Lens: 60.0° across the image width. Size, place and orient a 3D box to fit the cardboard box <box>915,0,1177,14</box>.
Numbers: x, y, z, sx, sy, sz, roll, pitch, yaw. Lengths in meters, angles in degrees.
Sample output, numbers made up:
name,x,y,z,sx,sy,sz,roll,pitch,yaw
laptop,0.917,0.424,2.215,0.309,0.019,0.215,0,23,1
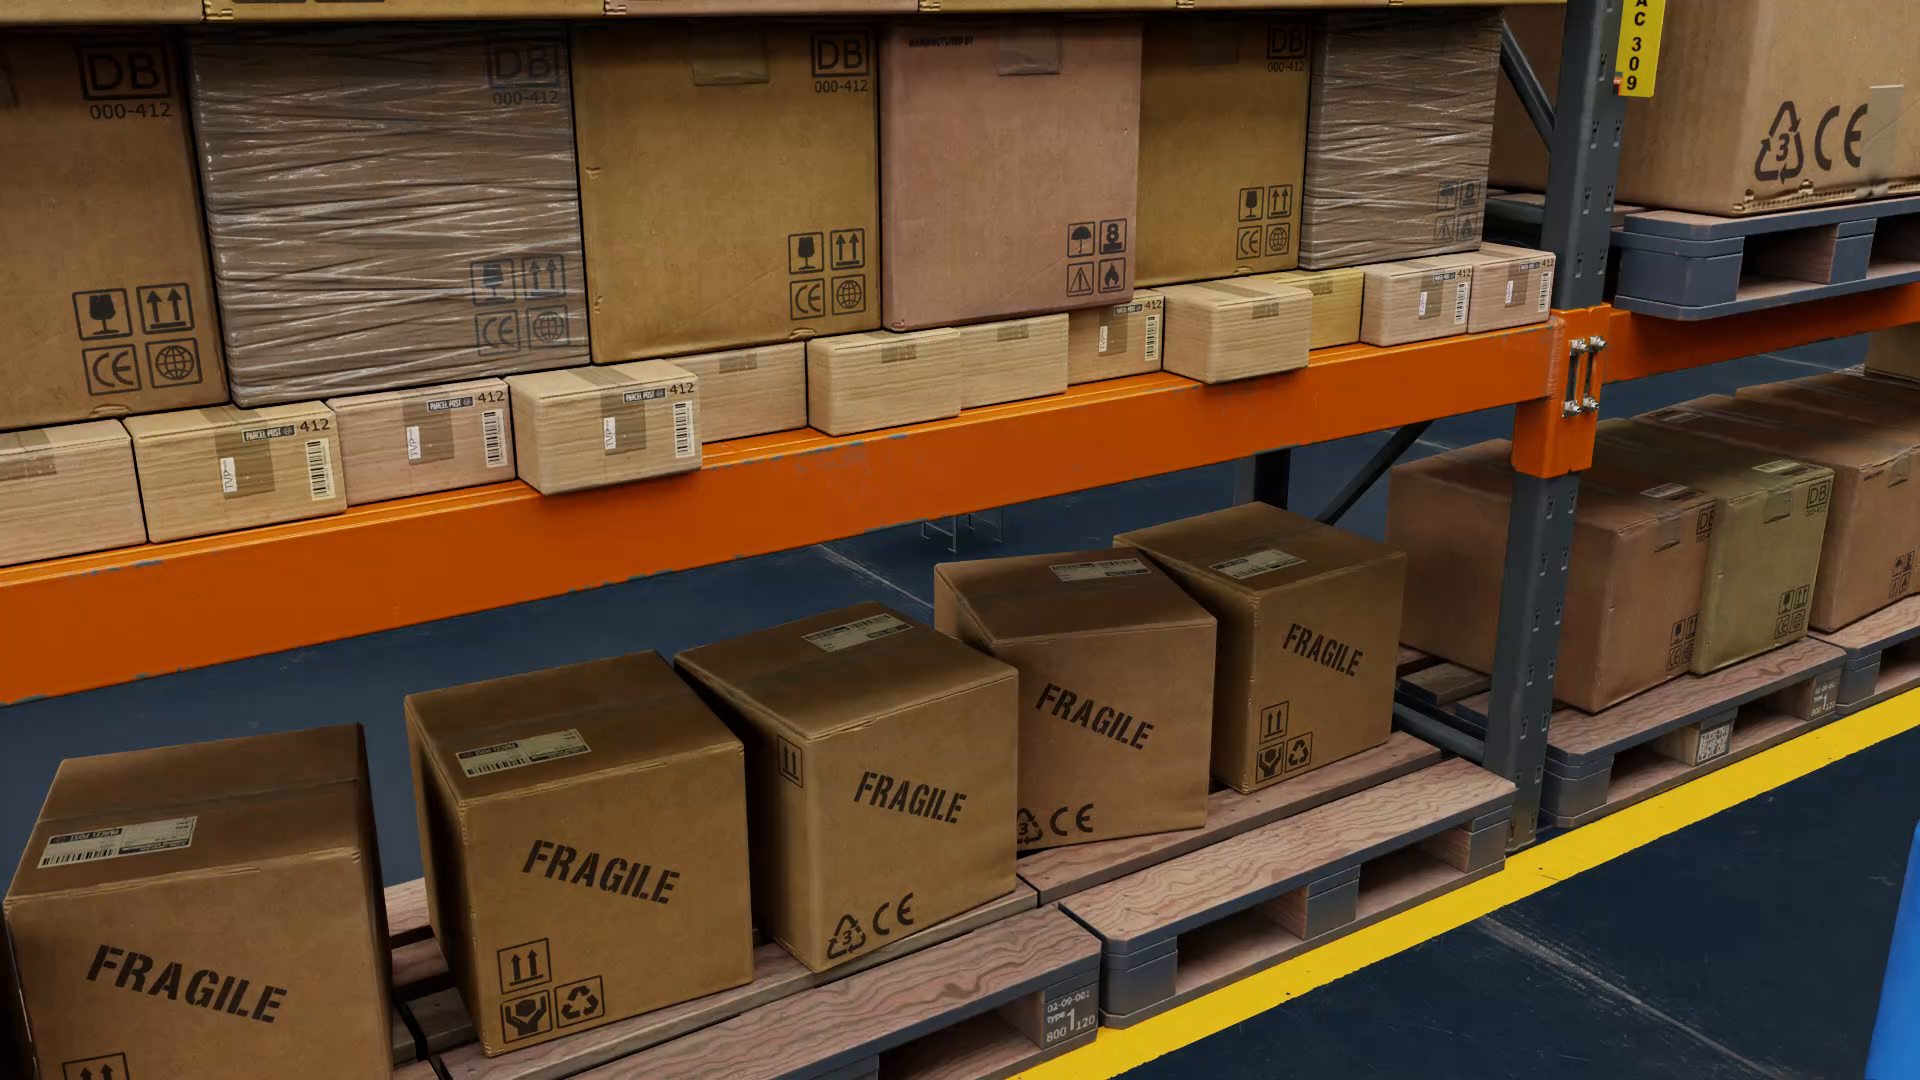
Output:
name,x,y,z,sx,sy,sz,roll,pitch,yaw
cardboard box,0.015,-1.134,2.734,0.500,0.500,0.500,-12,22,-31

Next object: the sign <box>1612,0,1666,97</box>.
name,x,y,z,sx,sy,sz,roll,pitch,yaw
sign,1.380,-1.067,3.367,0.005,0.325,0.100,-12,22,-31

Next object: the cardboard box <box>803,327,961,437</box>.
name,x,y,z,sx,sy,sz,roll,pitch,yaw
cardboard box,-0.204,-0.305,2.857,0.250,0.149,0.380,-12,22,-31

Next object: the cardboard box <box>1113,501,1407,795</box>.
name,x,y,z,sx,sy,sz,roll,pitch,yaw
cardboard box,0.719,0.244,4.087,0.500,0.500,0.500,-13,22,-33

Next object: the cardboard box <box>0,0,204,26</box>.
name,x,y,z,sx,sy,sz,roll,pitch,yaw
cardboard box,-1.235,-0.869,1.949,0.500,0.500,0.500,-12,22,-31

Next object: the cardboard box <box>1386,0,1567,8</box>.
name,x,y,z,sx,sy,sz,roll,pitch,yaw
cardboard box,0.850,-1.310,3.255,0.500,0.500,0.500,-12,22,-31

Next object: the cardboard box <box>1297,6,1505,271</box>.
name,x,y,z,sx,sy,sz,roll,pitch,yaw
cardboard box,0.665,-0.927,3.682,0.500,0.500,0.875,-12,22,-31

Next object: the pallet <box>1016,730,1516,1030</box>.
name,x,y,z,sx,sy,sz,roll,pitch,yaw
pallet,0.533,0.648,4.000,1.213,0.211,1.003,-12,22,-31

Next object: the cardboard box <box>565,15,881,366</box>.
name,x,y,z,sx,sy,sz,roll,pitch,yaw
cardboard box,-0.575,-0.656,2.881,0.500,0.500,0.875,-12,22,-31

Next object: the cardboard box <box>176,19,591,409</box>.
name,x,y,z,sx,sy,sz,roll,pitch,yaw
cardboard box,-0.999,-0.571,2.630,0.500,0.500,0.875,-12,22,-31

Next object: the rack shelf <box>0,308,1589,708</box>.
name,x,y,z,sx,sy,sz,roll,pitch,yaw
rack shelf,-0.596,-0.108,3.004,4.000,0.370,1.077,-12,22,-31

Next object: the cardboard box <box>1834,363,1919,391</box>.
name,x,y,z,sx,sy,sz,roll,pitch,yaw
cardboard box,3.411,-0.305,5.681,0.500,0.500,0.700,-14,23,-36

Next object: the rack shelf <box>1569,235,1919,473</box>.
name,x,y,z,sx,sy,sz,roll,pitch,yaw
rack shelf,2.745,-0.813,5.088,4.000,0.370,1.077,-12,22,-31

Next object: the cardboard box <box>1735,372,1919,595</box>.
name,x,y,z,sx,sy,sz,roll,pitch,yaw
cardboard box,2.941,-0.204,5.380,0.500,0.500,0.700,-10,21,-27

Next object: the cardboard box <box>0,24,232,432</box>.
name,x,y,z,sx,sy,sz,roll,pitch,yaw
cardboard box,-1.440,-0.495,2.404,0.500,0.500,0.875,-12,22,-31

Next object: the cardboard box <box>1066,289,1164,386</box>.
name,x,y,z,sx,sy,sz,roll,pitch,yaw
cardboard box,0.172,-0.414,3.177,0.250,0.149,0.380,-12,22,-31

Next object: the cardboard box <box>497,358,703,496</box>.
name,x,y,z,sx,sy,sz,roll,pitch,yaw
cardboard box,-0.591,-0.202,2.552,0.250,0.149,0.380,-12,22,-31

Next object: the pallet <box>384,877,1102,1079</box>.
name,x,y,z,sx,sy,sz,roll,pitch,yaw
pallet,-0.487,0.864,3.360,1.213,0.211,1.003,-12,22,-31

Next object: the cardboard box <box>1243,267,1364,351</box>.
name,x,y,z,sx,sy,sz,roll,pitch,yaw
cardboard box,0.601,-0.496,3.421,0.250,0.149,0.380,-12,22,-31

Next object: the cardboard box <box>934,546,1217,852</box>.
name,x,y,z,sx,sy,sz,roll,pitch,yaw
cardboard box,0.244,0.347,3.783,0.500,0.500,0.500,-5,19,-14

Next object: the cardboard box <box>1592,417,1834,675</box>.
name,x,y,z,sx,sy,sz,roll,pitch,yaw
cardboard box,2.008,-0.007,4.797,0.500,0.500,0.700,-12,22,-32

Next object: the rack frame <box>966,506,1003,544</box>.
name,x,y,z,sx,sy,sz,roll,pitch,yaw
rack frame,0.092,-0.446,6.158,0.006,0.900,0.240,-12,22,-31

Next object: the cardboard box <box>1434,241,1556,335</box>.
name,x,y,z,sx,sy,sz,roll,pitch,yaw
cardboard box,1.057,-0.566,3.627,0.250,0.149,0.380,-12,22,-31

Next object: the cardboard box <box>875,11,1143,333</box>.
name,x,y,z,sx,sy,sz,roll,pitch,yaw
cardboard box,-0.134,-0.733,3.109,0.500,0.500,0.875,-12,22,-31

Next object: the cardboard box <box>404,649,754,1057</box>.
name,x,y,z,sx,sy,sz,roll,pitch,yaw
cardboard box,-0.722,0.563,3.142,0.500,0.500,0.500,-10,21,-26

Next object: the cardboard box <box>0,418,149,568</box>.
name,x,y,z,sx,sy,sz,roll,pitch,yaw
cardboard box,-1.263,-0.093,2.227,0.250,0.149,0.380,-12,22,-31

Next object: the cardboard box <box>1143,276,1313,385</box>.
name,x,y,z,sx,sy,sz,roll,pitch,yaw
cardboard box,0.454,-0.422,3.203,0.250,0.149,0.380,-12,22,-31

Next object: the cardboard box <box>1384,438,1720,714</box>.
name,x,y,z,sx,sy,sz,roll,pitch,yaw
cardboard box,1.599,0.072,4.564,0.500,0.500,0.700,-14,23,-36

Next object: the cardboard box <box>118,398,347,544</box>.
name,x,y,z,sx,sy,sz,roll,pitch,yaw
cardboard box,-1.050,-0.135,2.352,0.250,0.149,0.380,-12,22,-31

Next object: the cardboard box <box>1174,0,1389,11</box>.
name,x,y,z,sx,sy,sz,roll,pitch,yaw
cardboard box,0.433,-1.222,2.993,0.500,0.500,0.500,-12,22,-31

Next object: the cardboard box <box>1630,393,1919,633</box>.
name,x,y,z,sx,sy,sz,roll,pitch,yaw
cardboard box,2.475,-0.105,5.089,0.500,0.500,0.700,-14,23,-36

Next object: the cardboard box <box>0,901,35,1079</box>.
name,x,y,z,sx,sy,sz,roll,pitch,yaw
cardboard box,-1.735,0.783,2.492,0.500,0.500,0.500,-8,20,-21

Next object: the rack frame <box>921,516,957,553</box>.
name,x,y,z,sx,sy,sz,roll,pitch,yaw
rack frame,-0.078,-0.410,6.052,0.006,0.900,0.240,-12,22,-31

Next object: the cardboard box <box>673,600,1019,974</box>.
name,x,y,z,sx,sy,sz,roll,pitch,yaw
cardboard box,-0.231,0.477,3.397,0.500,0.500,0.500,-14,23,-36

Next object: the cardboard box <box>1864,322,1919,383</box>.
name,x,y,z,sx,sy,sz,roll,pitch,yaw
cardboard box,3.435,-0.663,5.568,0.500,0.250,0.500,-9,21,-25

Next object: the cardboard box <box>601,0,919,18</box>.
name,x,y,z,sx,sy,sz,roll,pitch,yaw
cardboard box,-0.404,-1.047,2.476,0.500,0.500,0.500,-12,22,-31

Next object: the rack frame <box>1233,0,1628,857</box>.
name,x,y,z,sx,sy,sz,roll,pitch,yaw
rack frame,1.075,-0.801,3.931,0.127,3.000,1.000,-12,22,-31

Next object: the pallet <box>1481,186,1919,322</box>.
name,x,y,z,sx,sy,sz,roll,pitch,yaw
pallet,1.793,-0.806,4.245,1.213,0.211,1.003,-12,22,-31

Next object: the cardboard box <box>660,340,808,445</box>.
name,x,y,z,sx,sy,sz,roll,pitch,yaw
cardboard box,-0.455,-0.282,2.787,0.250,0.149,0.380,-12,22,-31

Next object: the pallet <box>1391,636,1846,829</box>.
name,x,y,z,sx,sy,sz,roll,pitch,yaw
pallet,1.724,0.382,4.784,1.213,0.211,1.003,-12,22,-31

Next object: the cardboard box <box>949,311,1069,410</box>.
name,x,y,z,sx,sy,sz,roll,pitch,yaw
cardboard box,-0.014,-0.359,3.015,0.250,0.149,0.380,-12,22,-31

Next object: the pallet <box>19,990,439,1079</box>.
name,x,y,z,sx,sy,sz,roll,pitch,yaw
pallet,-1.505,1.077,2.728,1.213,0.211,1.003,-12,22,-31

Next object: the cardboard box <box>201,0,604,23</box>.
name,x,y,z,sx,sy,sz,roll,pitch,yaw
cardboard box,-0.818,-0.957,2.211,0.500,0.500,0.500,-12,22,-31

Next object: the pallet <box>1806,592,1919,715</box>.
name,x,y,z,sx,sy,sz,roll,pitch,yaw
pallet,2.744,0.166,5.424,1.213,0.211,1.003,-12,22,-31

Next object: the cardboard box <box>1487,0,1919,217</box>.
name,x,y,z,sx,sy,sz,roll,pitch,yaw
cardboard box,1.815,-1.387,4.071,1.000,1.000,1.000,-12,22,-31

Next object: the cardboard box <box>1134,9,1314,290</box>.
name,x,y,z,sx,sy,sz,roll,pitch,yaw
cardboard box,0.228,-0.848,3.449,0.500,0.500,0.875,-12,22,-31

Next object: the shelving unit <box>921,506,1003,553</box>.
name,x,y,z,sx,sy,sz,roll,pitch,yaw
shelving unit,0.007,-0.428,6.105,0.210,0.900,0.258,-12,22,-31

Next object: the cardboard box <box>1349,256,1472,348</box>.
name,x,y,z,sx,sy,sz,roll,pitch,yaw
cardboard box,0.843,-0.524,3.504,0.250,0.149,0.380,-12,22,-31

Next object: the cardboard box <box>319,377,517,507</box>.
name,x,y,z,sx,sy,sz,roll,pitch,yaw
cardboard box,-0.857,-0.186,2.504,0.250,0.149,0.380,-12,22,-31

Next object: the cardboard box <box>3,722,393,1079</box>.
name,x,y,z,sx,sy,sz,roll,pitch,yaw
cardboard box,-1.255,0.669,2.831,0.500,0.500,0.500,-6,20,-17
